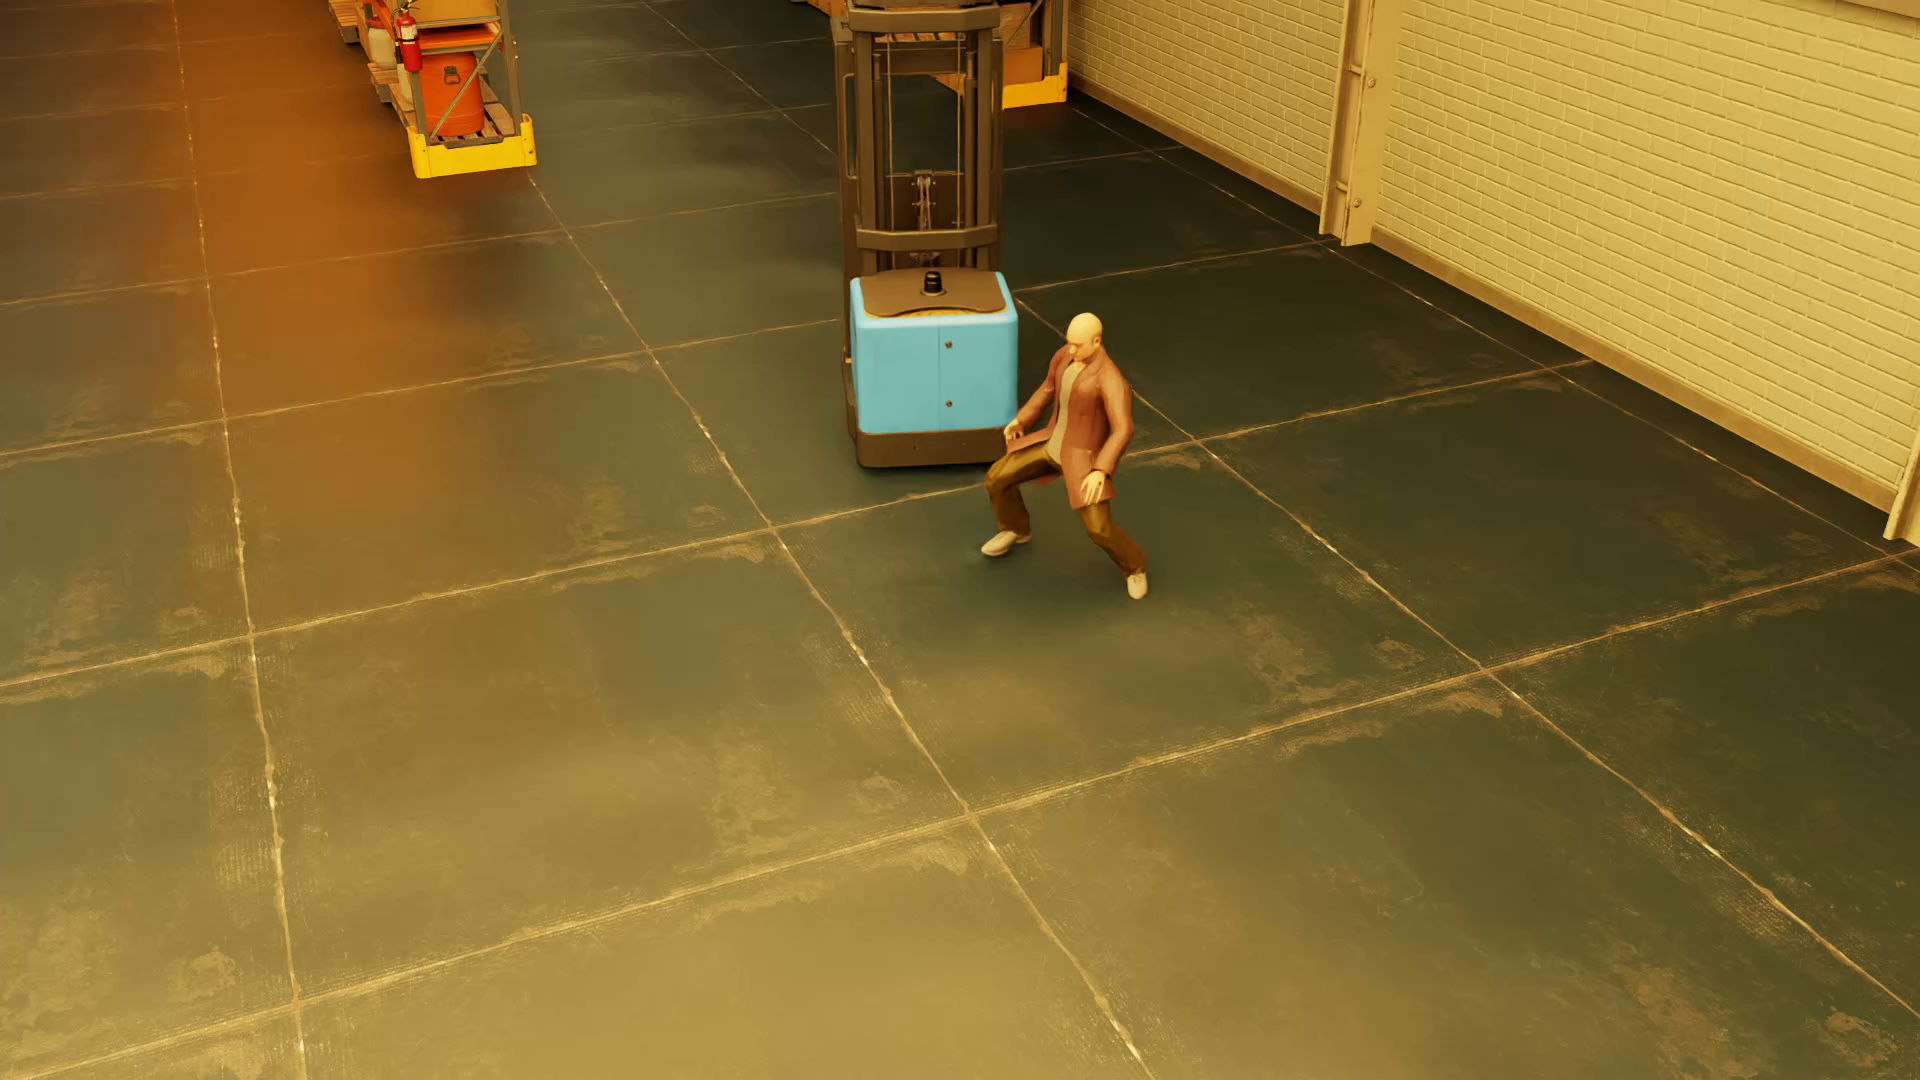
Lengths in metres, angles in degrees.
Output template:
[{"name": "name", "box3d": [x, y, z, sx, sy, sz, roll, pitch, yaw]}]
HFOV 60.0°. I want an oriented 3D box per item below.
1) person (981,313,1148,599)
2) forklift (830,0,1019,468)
[{"name": "person", "box3d": [0.652, -0.488, 9.335, 0.781, 1.645, 1.001, -18, 34, -28]}, {"name": "forklift", "box3d": [-0.293, -2.446, 11.398, 1.130, 2.935, 3.031, -3, 30, -5]}]
